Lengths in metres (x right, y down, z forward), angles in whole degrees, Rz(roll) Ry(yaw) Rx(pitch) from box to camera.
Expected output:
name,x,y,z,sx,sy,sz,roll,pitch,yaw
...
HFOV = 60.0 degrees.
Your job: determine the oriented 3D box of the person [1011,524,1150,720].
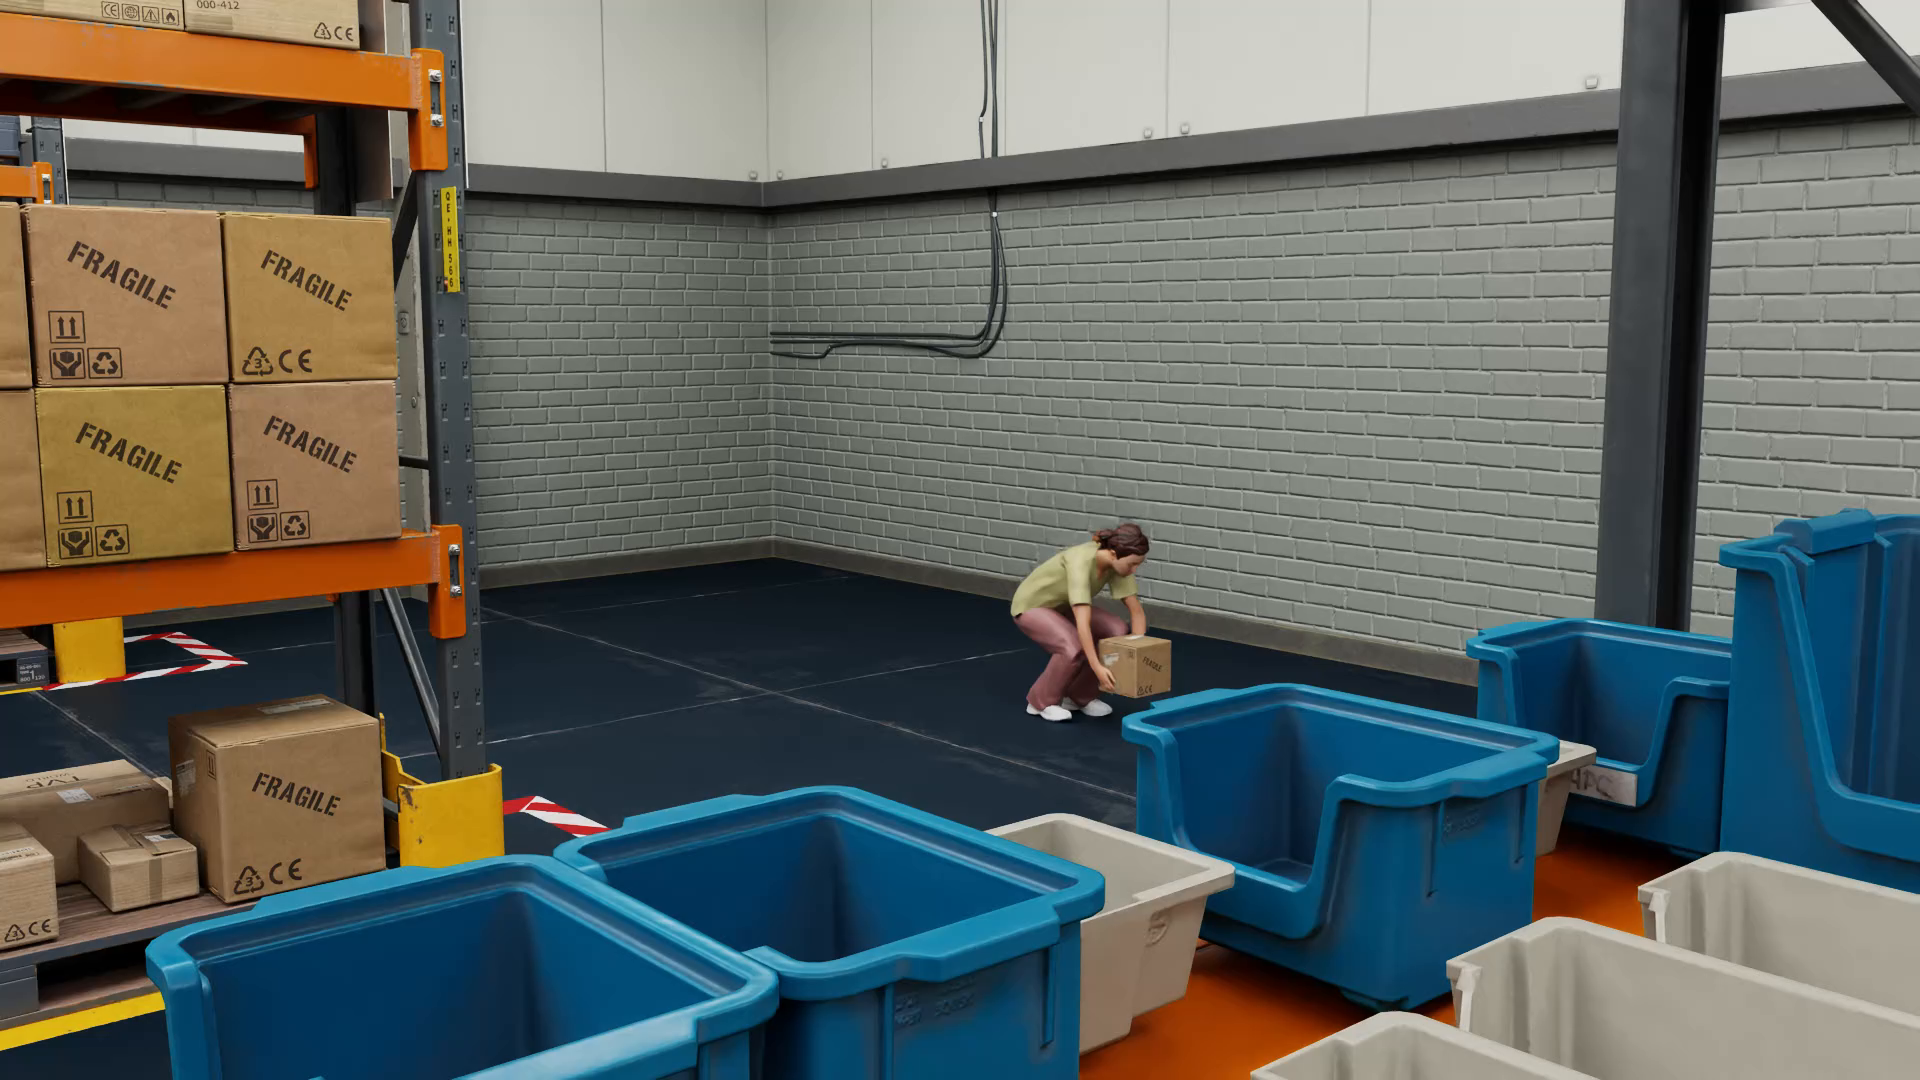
name,x,y,z,sx,sy,sz,roll,pitch,yaw
person,0.621,0.396,8.352,0.495,1.008,0.766,-7,10,-41
